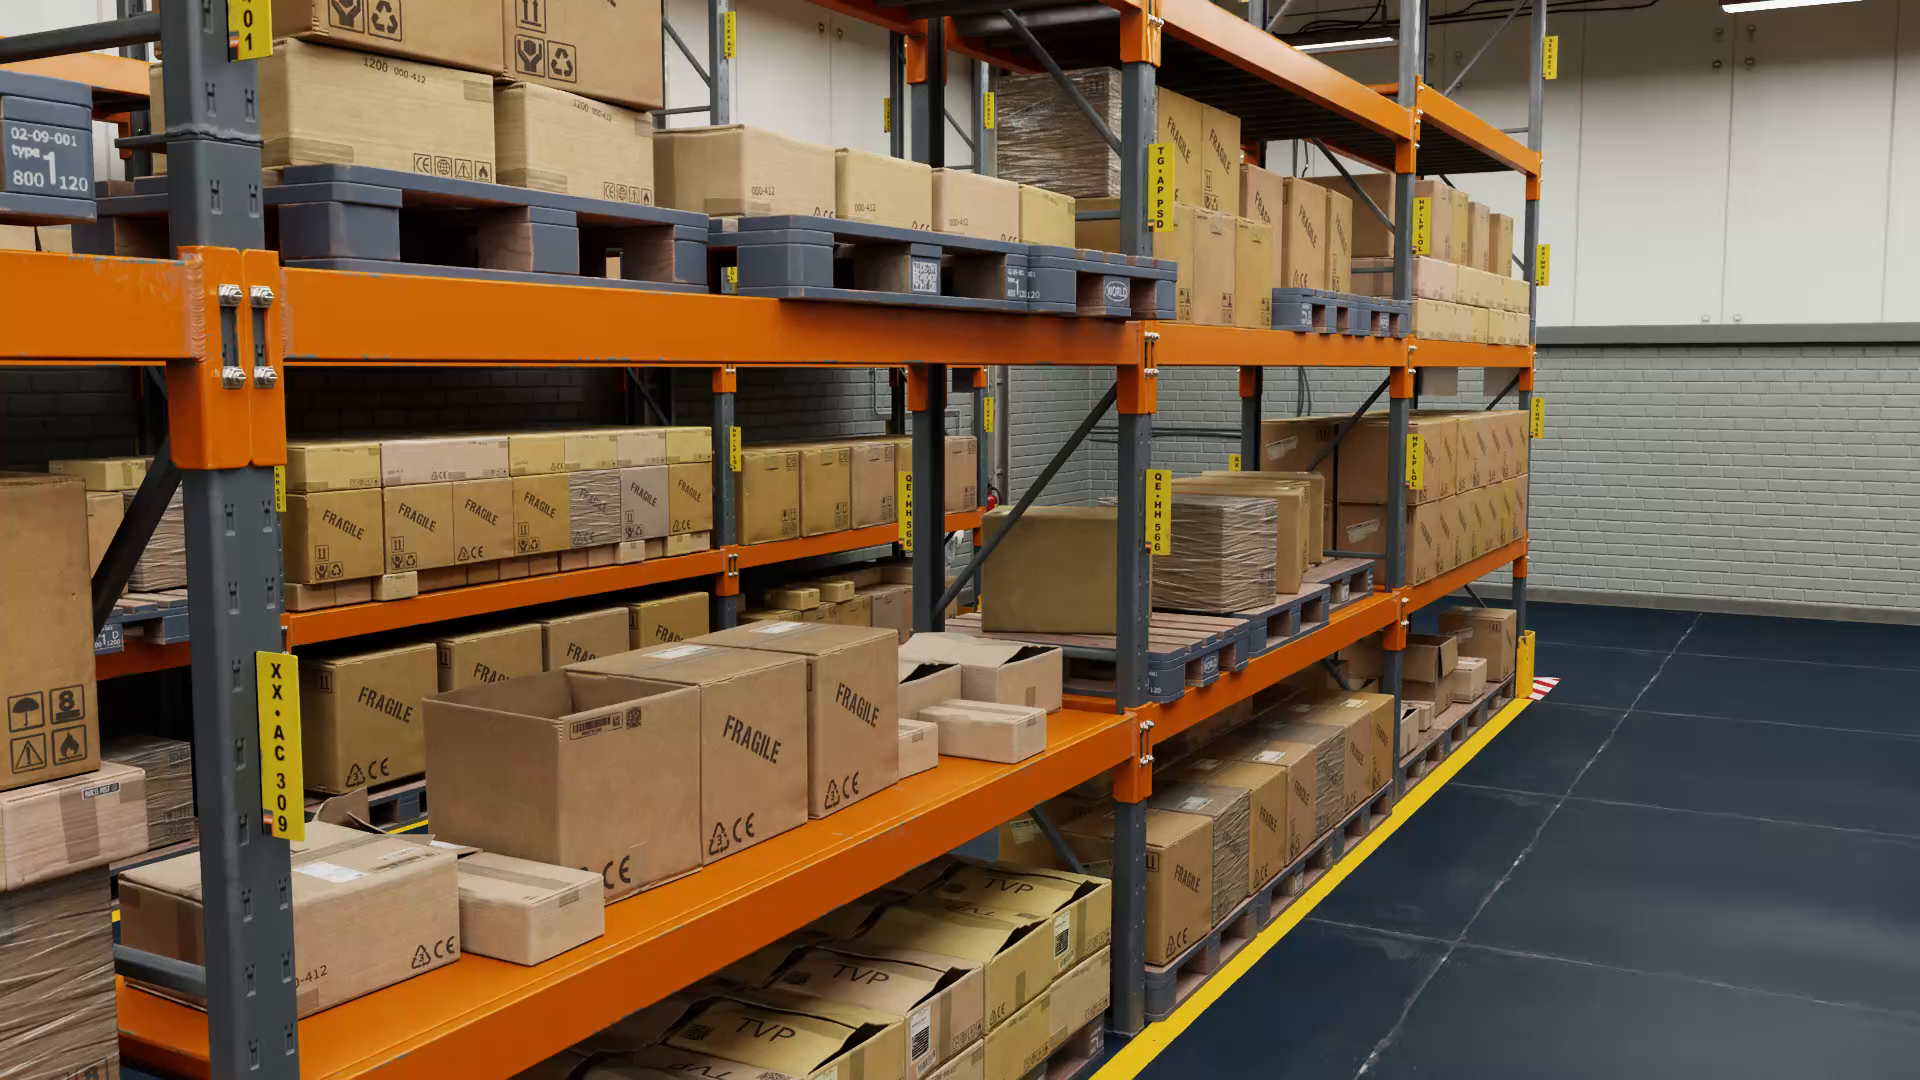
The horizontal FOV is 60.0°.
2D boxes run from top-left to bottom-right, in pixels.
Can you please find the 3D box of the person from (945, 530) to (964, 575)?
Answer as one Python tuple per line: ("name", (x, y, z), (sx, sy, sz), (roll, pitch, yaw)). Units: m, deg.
("person", (-0.267, -0.088, 17.720), (0.637, 1.788, 0.564), (3, 7, 29))
